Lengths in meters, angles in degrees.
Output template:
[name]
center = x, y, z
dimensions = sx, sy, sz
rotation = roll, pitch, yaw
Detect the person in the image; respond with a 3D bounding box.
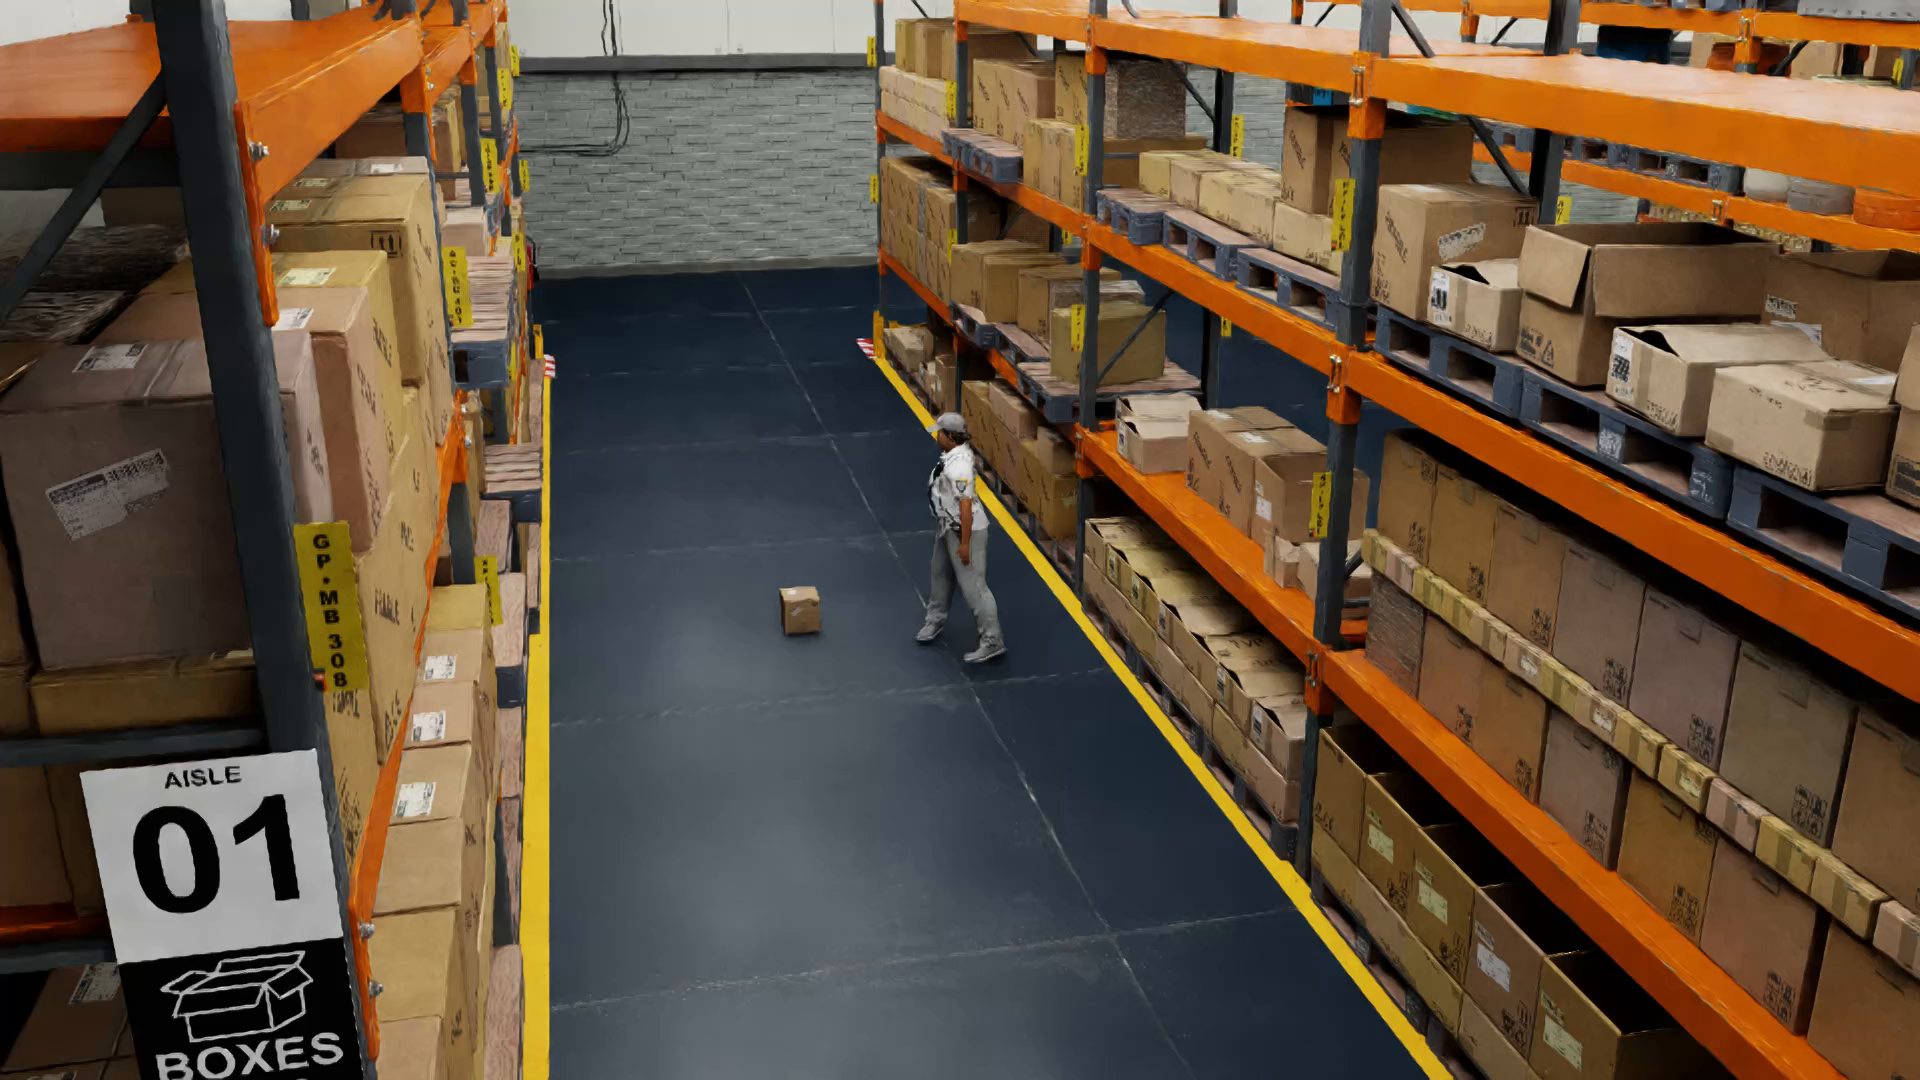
[person]
center = -0.002, -0.039, 11.207
dimensions = 0.580, 1.664, 0.616
rotation = -3, 20, -7
